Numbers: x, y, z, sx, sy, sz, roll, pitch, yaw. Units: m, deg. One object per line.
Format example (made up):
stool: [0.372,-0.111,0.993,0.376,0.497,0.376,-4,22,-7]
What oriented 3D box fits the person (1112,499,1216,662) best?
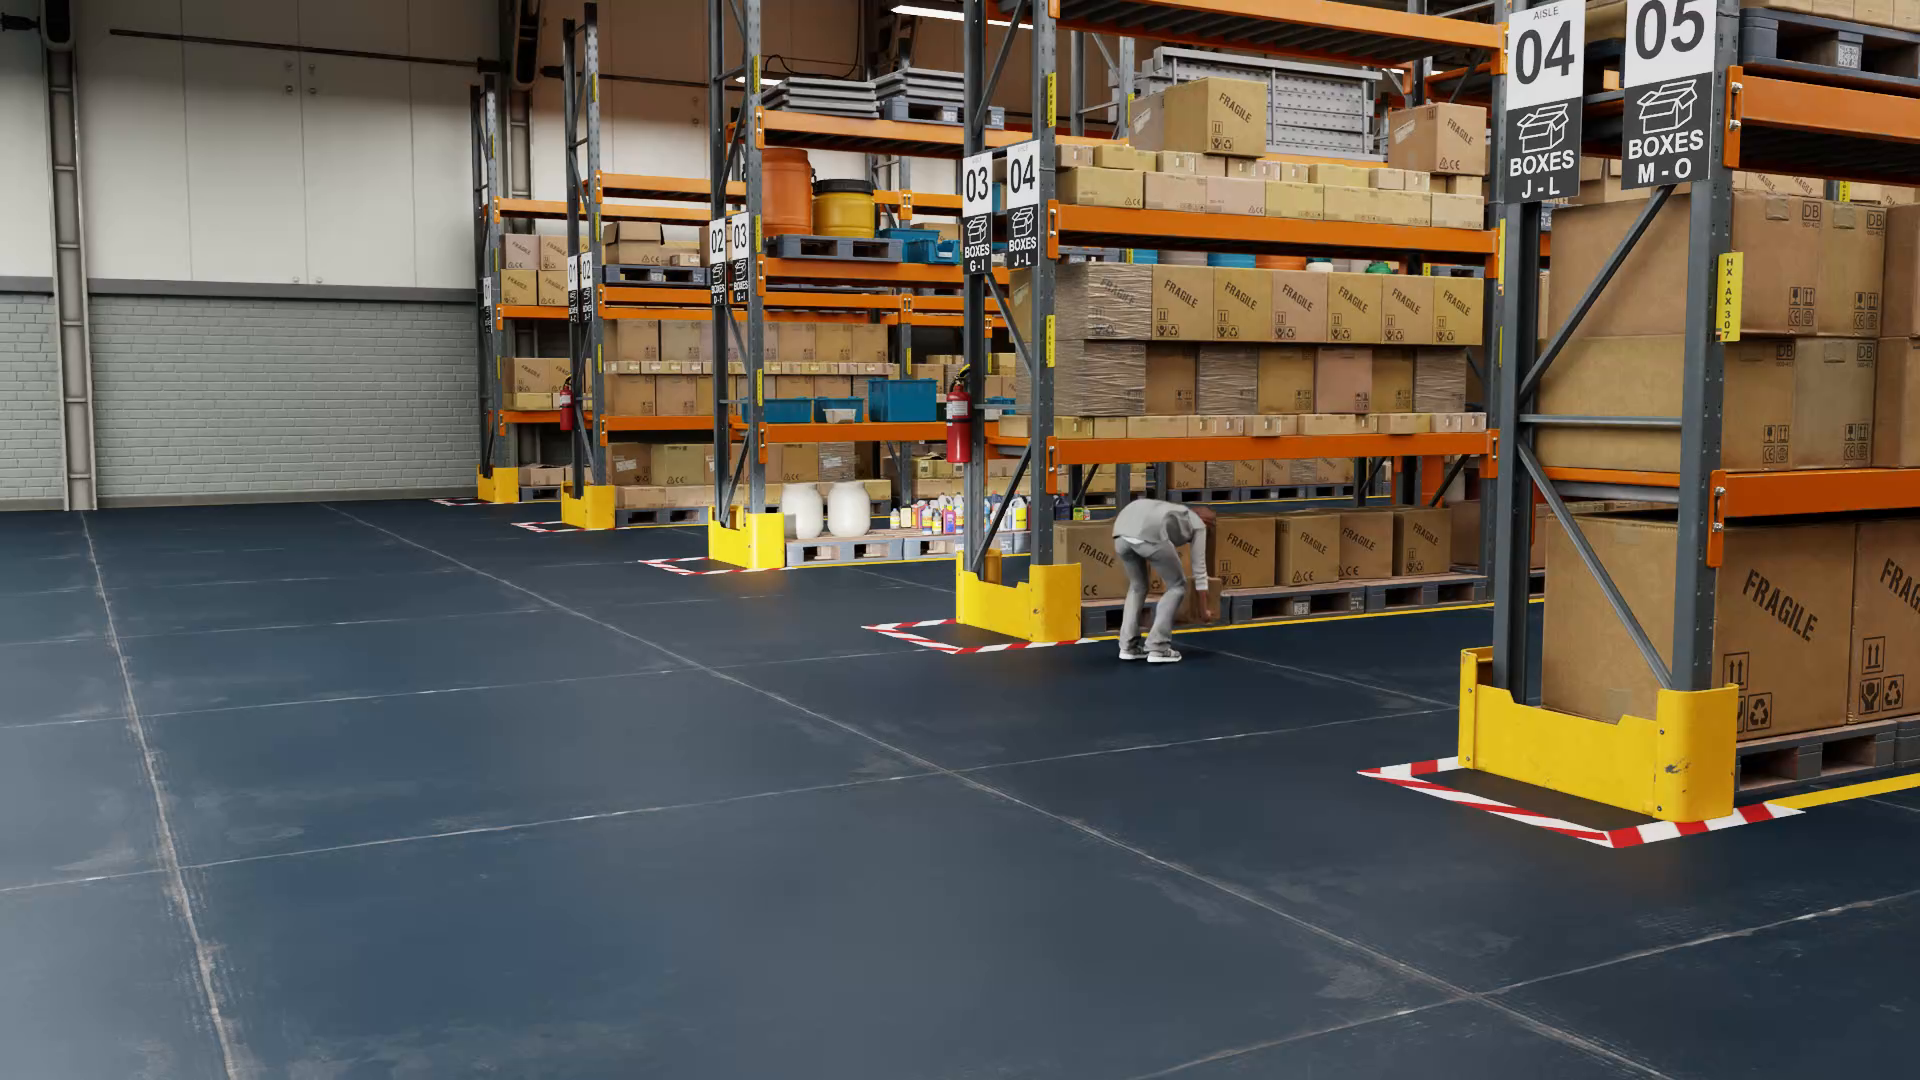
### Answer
person: [1.259,0.231,10.081,0.398,0.979,0.871,5,7,43]
